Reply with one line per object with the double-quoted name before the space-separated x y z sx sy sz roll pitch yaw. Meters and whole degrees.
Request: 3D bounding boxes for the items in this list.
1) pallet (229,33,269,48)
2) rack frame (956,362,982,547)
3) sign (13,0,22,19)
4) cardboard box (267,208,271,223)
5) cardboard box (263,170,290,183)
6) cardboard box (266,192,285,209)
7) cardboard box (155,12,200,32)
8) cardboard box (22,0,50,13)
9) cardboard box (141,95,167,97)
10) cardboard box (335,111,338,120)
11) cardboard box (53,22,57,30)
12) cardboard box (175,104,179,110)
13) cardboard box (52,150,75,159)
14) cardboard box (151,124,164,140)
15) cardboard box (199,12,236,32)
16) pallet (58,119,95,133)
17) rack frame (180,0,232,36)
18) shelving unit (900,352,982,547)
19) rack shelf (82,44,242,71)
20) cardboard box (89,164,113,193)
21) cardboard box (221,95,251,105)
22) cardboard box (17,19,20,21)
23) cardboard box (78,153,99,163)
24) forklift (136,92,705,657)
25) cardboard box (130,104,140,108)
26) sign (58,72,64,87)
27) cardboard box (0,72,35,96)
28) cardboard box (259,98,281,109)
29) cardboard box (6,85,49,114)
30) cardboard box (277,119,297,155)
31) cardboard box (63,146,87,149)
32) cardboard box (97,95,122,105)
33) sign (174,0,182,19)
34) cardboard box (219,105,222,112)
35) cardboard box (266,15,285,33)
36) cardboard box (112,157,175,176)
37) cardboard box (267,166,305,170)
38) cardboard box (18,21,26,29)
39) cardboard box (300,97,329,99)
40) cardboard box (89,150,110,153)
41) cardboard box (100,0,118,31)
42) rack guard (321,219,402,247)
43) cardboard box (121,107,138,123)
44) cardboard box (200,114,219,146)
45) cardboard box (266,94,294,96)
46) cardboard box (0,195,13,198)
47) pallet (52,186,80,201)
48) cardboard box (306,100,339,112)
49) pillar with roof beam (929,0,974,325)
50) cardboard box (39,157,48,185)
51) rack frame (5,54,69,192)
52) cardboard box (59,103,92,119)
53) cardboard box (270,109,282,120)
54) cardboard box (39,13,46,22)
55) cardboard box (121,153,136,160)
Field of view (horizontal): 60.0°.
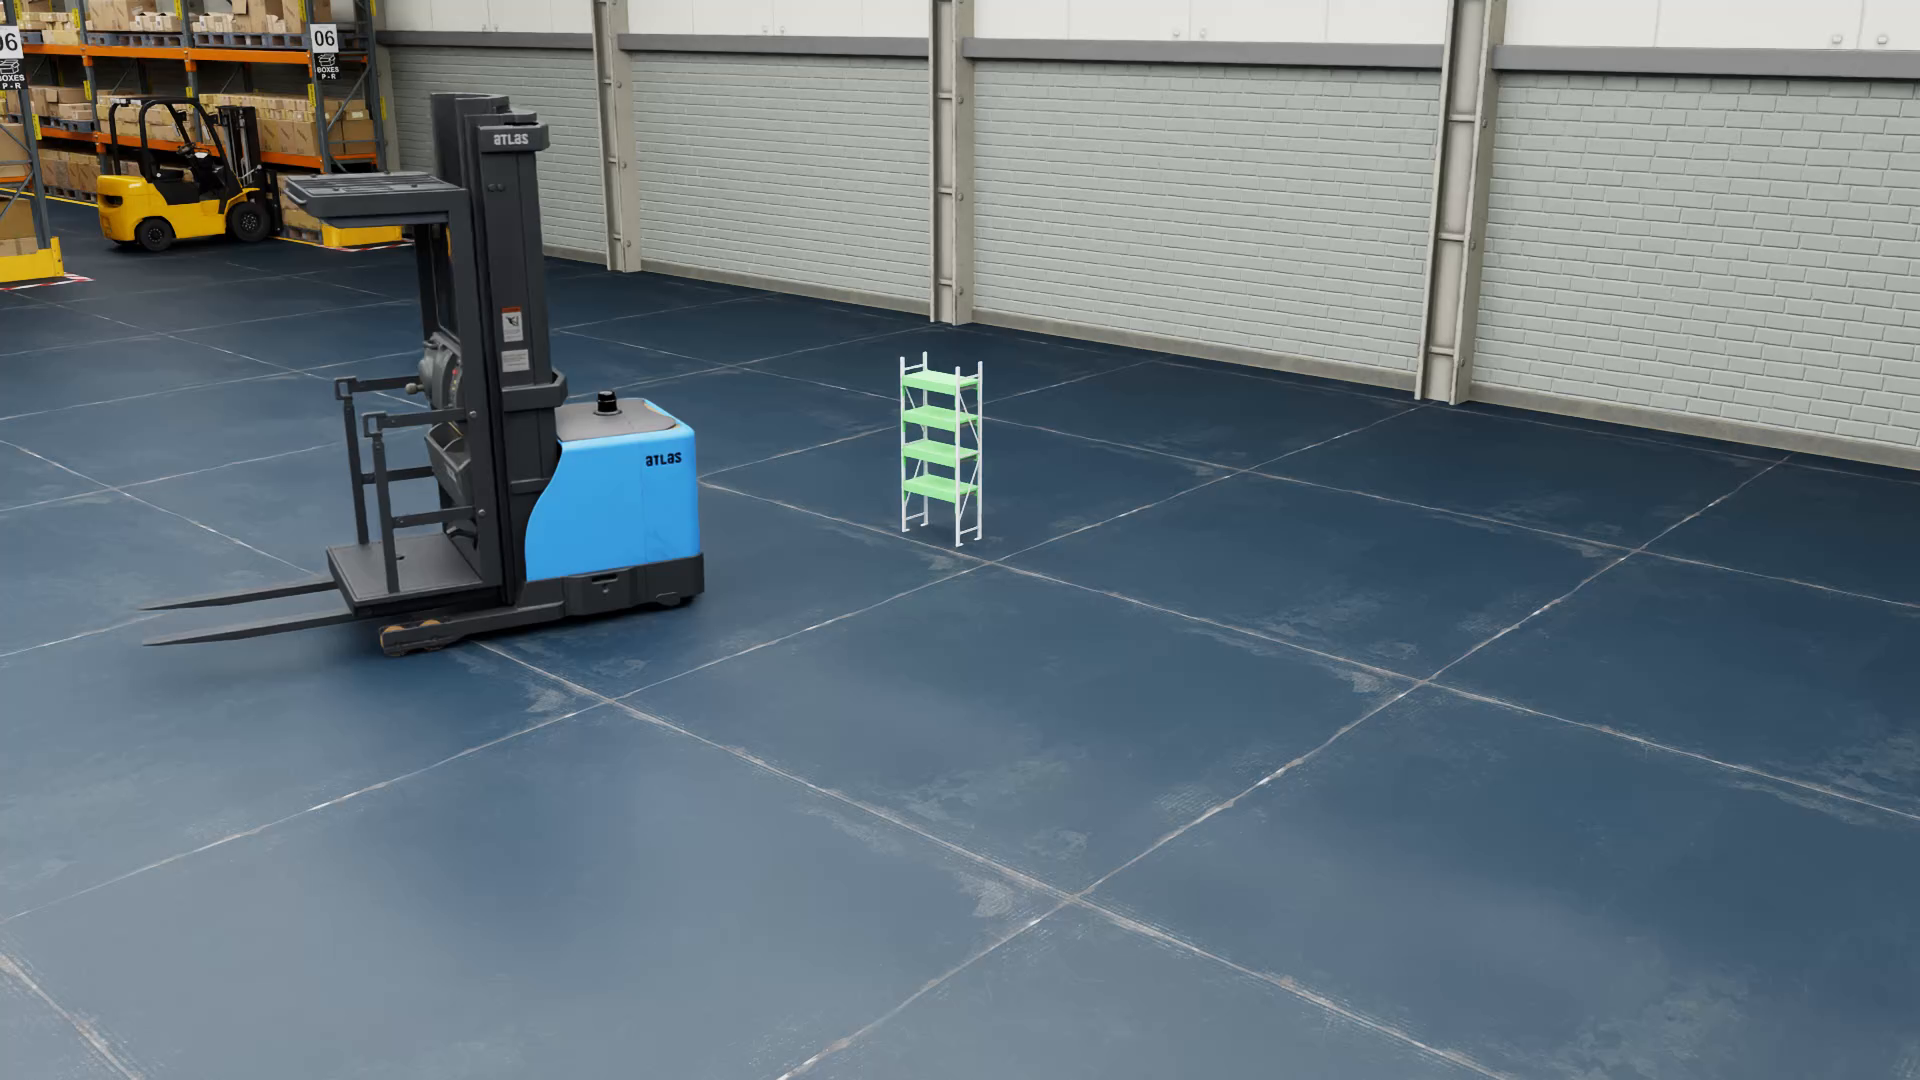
"pallet" -10.574 -7.766 25.810 1.213 0.211 1.003 15 23 39
"rack frame" 0.059 -0.556 10.881 0.015 1.200 0.240 15 23 39
"sign" -12.078 -6.831 21.273 0.005 0.325 0.100 15 23 39
"cardboard box" -10.844 -5.202 26.394 0.500 0.250 0.500 16 24 41
"cardboard box" -10.841 -5.677 26.240 0.500 0.250 0.500 14 23 38
"cardboard box" -10.485 -5.342 26.012 0.500 0.250 0.500 14 23 38
"cardboard box" -12.841 -8.514 27.309 0.500 0.311 0.500 14 22 38
"cardboard box" -17.627 -10.200 31.715 0.258 0.266 0.396 15 23 39
"cardboard box" -14.329 -7.836 29.606 0.250 0.149 0.380 15 23 39
"cardboard box" -9.454 -6.504 25.410 0.250 0.149 0.380 15 23 39
"cardboard box" -16.283 -9.373 30.318 0.250 0.149 0.380 15 23 40
"cardboard box" -12.893 -7.273 27.831 0.250 0.149 0.380 15 23 39
"cardboard box" -17.011 -7.333 31.624 0.250 0.149 0.380 16 24 41
"cardboard box" -13.419 -6.965 28.349 0.500 0.250 0.500 15 23 40
"cardboard box" -11.677 -8.202 26.325 0.500 0.311 0.500 16 23 40
"pallet" -15.683 -7.621 30.482 1.003 0.211 1.213 15 23 39
"rack frame" -12.138 -9.648 26.636 0.127 3.000 1.000 15 23 39
"shelving unit" -0.124 -0.605 11.035 0.503 1.200 0.258 15 23 39
"rack shelf" -13.633 -8.277 28.464 4.000 0.370 1.077 15 23 39
"cardboard box" -15.588 -6.637 30.503 0.500 0.500 0.500 16 24 41
"cardboard box" -11.519 -7.000 26.480 0.250 0.149 0.380 16 23 40
"cardboard box" -17.340 -9.754 30.991 0.250 0.149 0.380 15 23 40
"cardboard box" -16.059 -7.062 30.771 0.250 0.149 0.380 14 22 37
"forklift" -3.072 -0.941 9.230 3.031 2.935 1.130 -9 20 -26
"cardboard box" -14.114 -7.561 28.741 0.250 0.149 0.380 16 23 40
"sign" -17.755 -9.073 32.828 0.005 0.325 0.100 15 23 39
"cardboard box" -19.058 -9.182 33.601 0.500 0.500 0.500 14 23 38
"cardboard box" -10.575 -6.742 25.667 0.250 0.149 0.380 16 23 40
"cardboard box" -17.908 -8.495 32.061 0.500 0.500 0.700 16 23 41
"cardboard box" -10.070 -6.179 25.457 0.500 0.500 0.500 16 24 41
"cardboard box" -17.267 -7.606 32.484 0.250 0.149 0.380 15 23 40
"cardboard box" -15.086 -7.818 29.550 0.250 0.149 0.380 16 24 41
"sign" -12.490 -8.490 26.571 0.005 0.325 0.100 15 23 39
"cardboard box" -11.666 -6.924 26.734 0.250 0.149 0.380 15 23 39
"cardboard box" -10.157 -7.748 24.969 0.258 0.266 0.396 15 23 39
"cardboard box" -14.672 -6.532 29.966 0.625 0.625 0.875 16 24 41
"cardboard box" -10.883 -5.897 26.932 0.500 0.250 0.500 15 23 40
"cardboard box" -17.212 -9.545 30.827 0.250 0.149 0.380 16 23 41
"cardboard box" -10.024 -6.810 25.882 0.250 0.149 0.380 16 24 41
"cardboard box" -16.315 -7.332 31.623 0.250 0.149 0.380 15 23 40
"cardboard box" -14.305 -9.038 28.647 0.500 0.500 0.700 14 23 38
"rack guard" -9.128 -4.789 25.376 0.348 0.500 1.175 15 23 39
"cardboard box" -14.206 -7.404 28.905 0.500 0.250 0.500 14 23 38
"cardboard box" -11.979 -6.688 27.062 0.500 0.500 0.500 14 22 38
"cardboard box" -10.922 -7.089 26.761 0.250 0.149 0.380 15 23 38
"cardboard box" -13.270 -4.442 22.761 0.500 0.500 0.500 14 22 37
"pallet" -16.571 -6.666 31.768 1.213 0.211 1.003 15 23 39
"cardboard box" -9.554 -6.508 24.931 0.250 0.149 0.380 15 23 39
"pillar with roof beam" -2.950 -5.805 14.528 0.400 9.000 9.100 15 23 39
"cardboard box" -17.504 -7.151 32.123 0.500 0.500 0.500 15 23 39
"rack frame" -18.121 -8.395 32.605 0.127 3.000 1.000 15 23 39
"cardboard box" -16.133 -7.859 30.470 0.500 0.250 0.500 14 22 37
"cardboard box" -10.364 -6.554 25.568 0.250 0.149 0.380 14 22 38
"cardboard box" -16.553 -9.544 30.366 0.250 0.149 0.380 15 23 39
"cardboard box" -15.313 -7.085 30.843 0.250 0.149 0.380 17 24 42
